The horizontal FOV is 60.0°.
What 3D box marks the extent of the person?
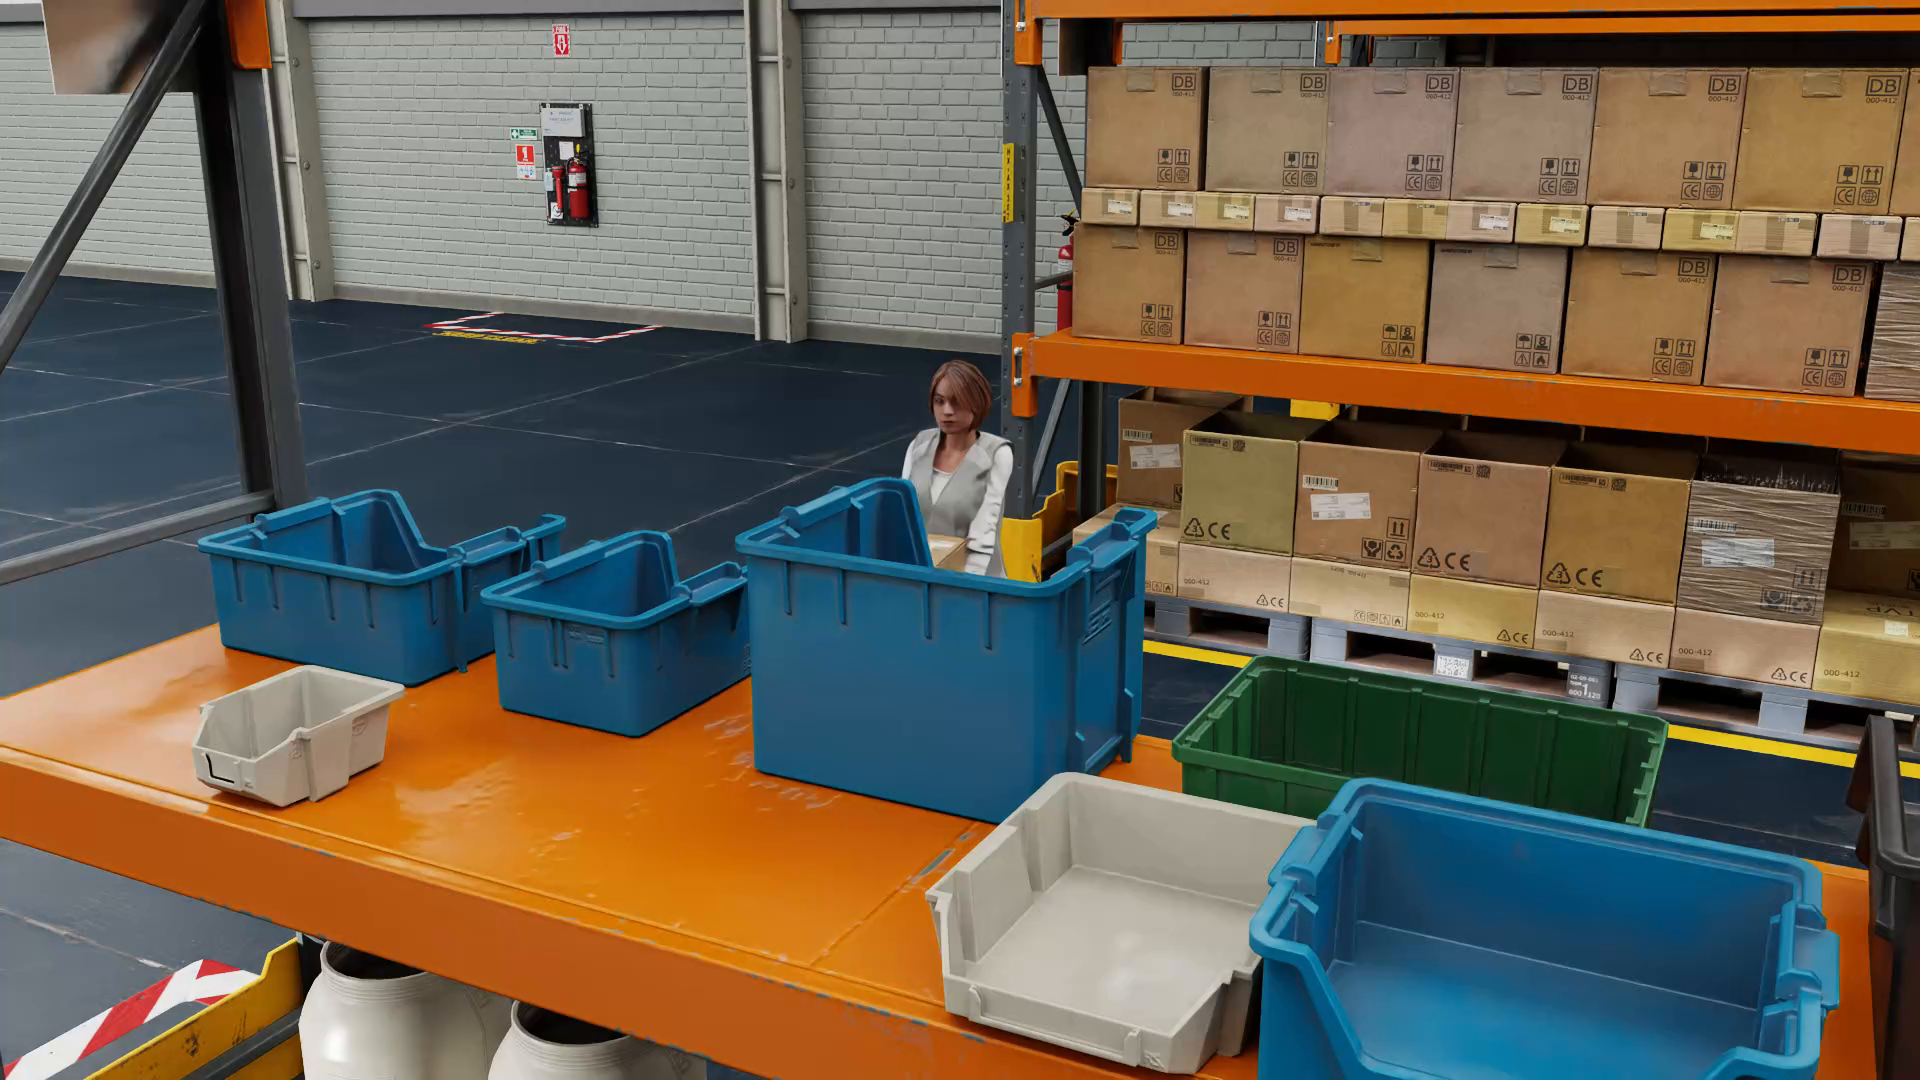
[{"bbox_3d":[-0.049,0.237,5.234,0.375,1.600,0.502,8,18,25],"label":"person"}]
